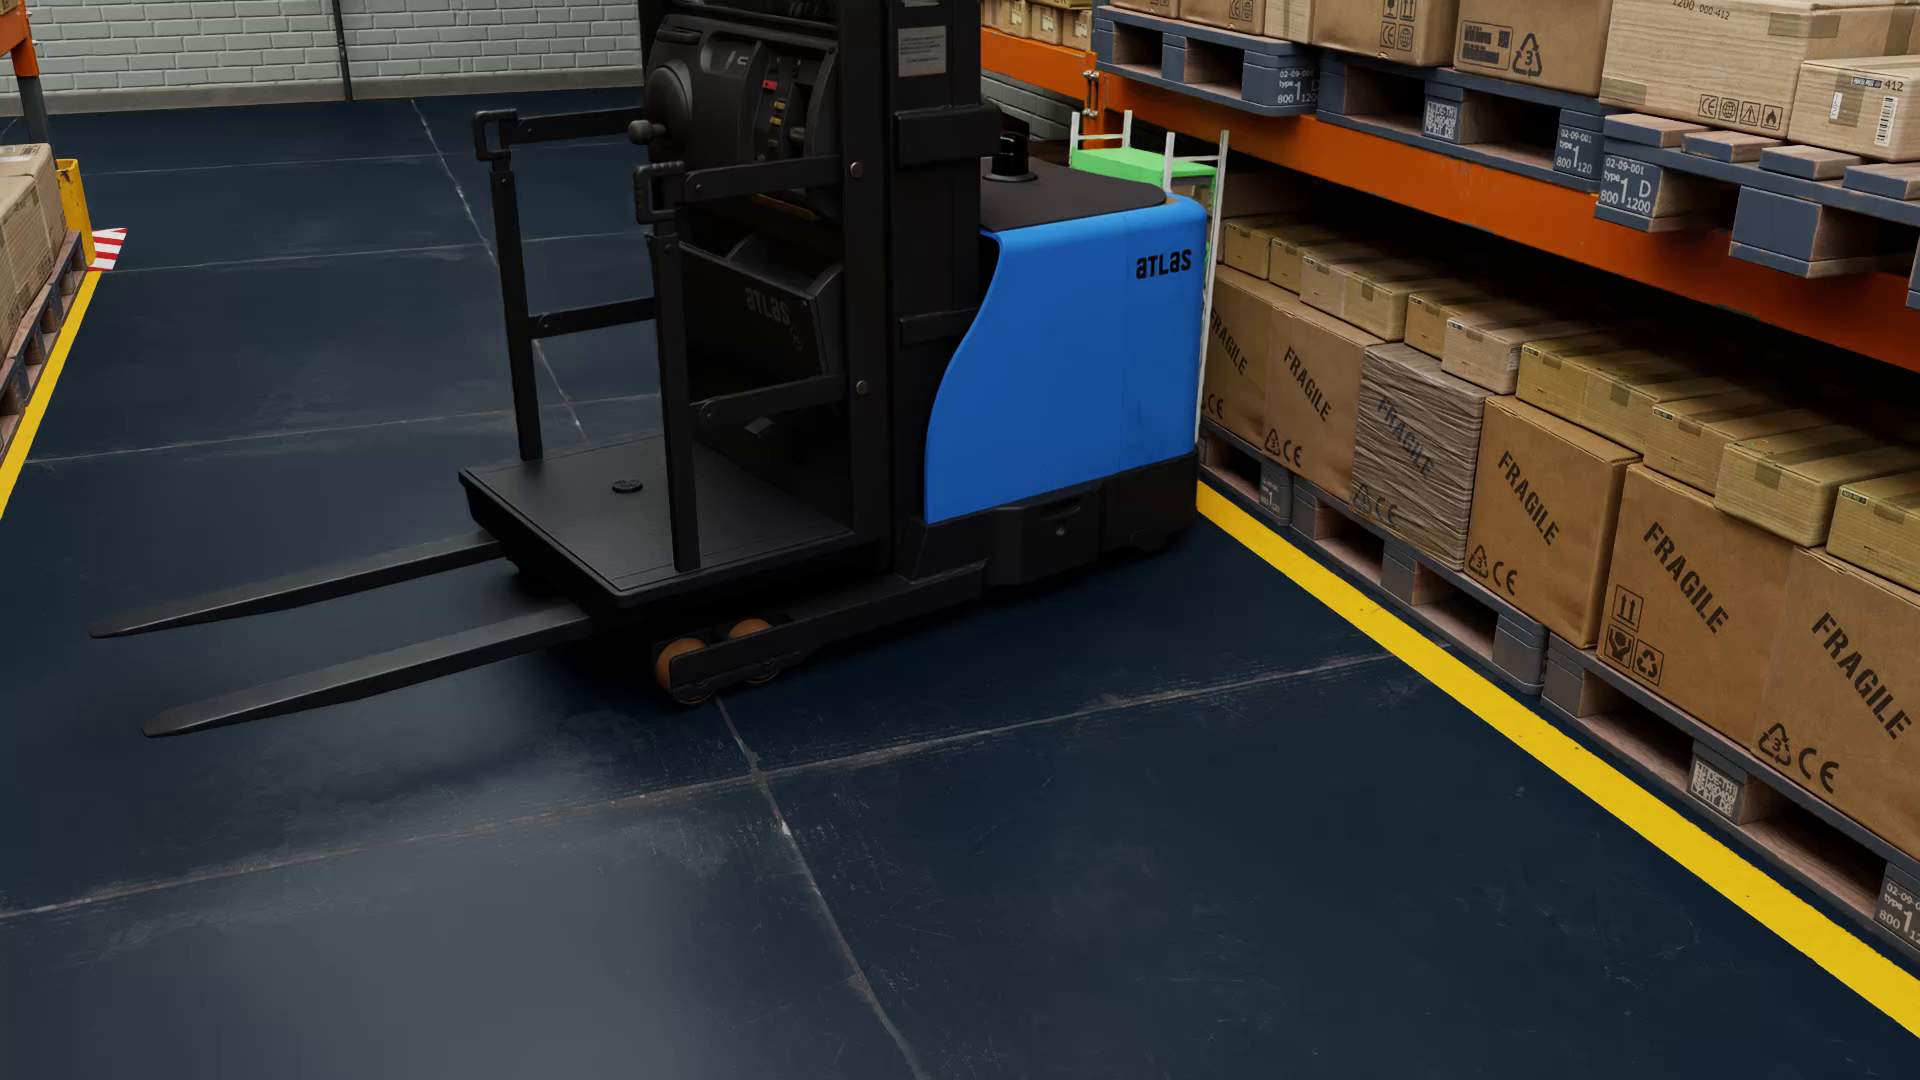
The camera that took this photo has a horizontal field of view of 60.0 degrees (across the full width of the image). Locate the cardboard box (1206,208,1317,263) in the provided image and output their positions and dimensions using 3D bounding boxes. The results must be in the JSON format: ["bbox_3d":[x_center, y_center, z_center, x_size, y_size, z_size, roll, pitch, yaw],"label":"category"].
[{"bbox_3d":[1.013,-1.079,5.791,0.380,0.149,0.250,-9,24,-20],"label":"cardboard box"}]

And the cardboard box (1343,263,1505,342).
[{"bbox_3d":[1.363,-0.703,4.899,0.380,0.149,0.250,-7,24,-17],"label":"cardboard box"}]

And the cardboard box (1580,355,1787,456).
[{"bbox_3d":[1.739,-0.326,4.004,0.380,0.149,0.250,-8,24,-17],"label":"cardboard box"}]

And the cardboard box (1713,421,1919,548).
[{"bbox_3d":[1.841,-0.122,3.521,0.380,0.149,0.250,-10,25,-22],"label":"cardboard box"}]

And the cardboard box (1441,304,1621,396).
[{"bbox_3d":[1.525,-0.513,4.448,0.380,0.149,0.250,-10,25,-22],"label":"cardboard box"}]

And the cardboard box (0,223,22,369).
[{"bbox_3d":[-4.115,-0.894,6.267,0.875,0.438,0.875,-9,25,-21],"label":"cardboard box"}]

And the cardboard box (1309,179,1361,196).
[{"bbox_3d":[1.365,-1.242,6.177,0.380,0.149,0.250,-9,25,-21],"label":"cardboard box"}]

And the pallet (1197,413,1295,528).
[{"bbox_3d":[1.288,-0.420,5.975,1.003,0.211,1.213,-8,24,-19],"label":"pallet"}]

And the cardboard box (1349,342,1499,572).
[{"bbox_3d":[1.472,-0.267,4.699,0.500,0.500,0.500,-9,25,-21],"label":"cardboard box"}]

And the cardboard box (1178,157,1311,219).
[{"bbox_3d":[0.980,-1.218,5.738,0.380,0.149,0.250,-10,25,-22],"label":"cardboard box"}]

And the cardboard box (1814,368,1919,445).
[{"bbox_3d":[2.254,-0.294,3.929,0.380,0.149,0.250,-8,24,-18],"label":"cardboard box"}]

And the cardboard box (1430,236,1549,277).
[{"bbox_3d":[1.719,-0.863,5.278,0.380,0.149,0.250,-8,24,-18],"label":"cardboard box"}]

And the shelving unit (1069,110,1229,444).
[{"bbox_3d":[0.578,-0.785,5.549,0.258,1.200,0.503,-11,25,-31],"label":"shelving unit"}]

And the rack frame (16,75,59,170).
[{"bbox_3d":[-5.090,-2.766,7.952,1.000,3.000,0.127,-8,24,-19],"label":"rack frame"}]

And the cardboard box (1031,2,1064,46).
[{"bbox_3d":[0.504,-2.053,6.581,0.380,0.149,0.250,-8,24,-18],"label":"cardboard box"}]

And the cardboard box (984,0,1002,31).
[{"bbox_3d":[0.322,-2.243,7.032,0.380,0.149,0.250,-8,24,-18],"label":"cardboard box"}]

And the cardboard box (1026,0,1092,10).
[{"bbox_3d":[0.557,-2.215,6.453,0.500,0.250,0.500,-8,24,-18],"label":"cardboard box"}]

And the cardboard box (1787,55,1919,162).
[{"bbox_3d":[1.787,-0.806,3.083,0.380,0.149,0.250,-8,24,-18],"label":"cardboard box"}]

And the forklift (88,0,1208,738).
[{"bbox_3d":[-0.756,-1.163,4.235,3.031,2.935,1.130,-16,27,-33],"label":"forklift"}]

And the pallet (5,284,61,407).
[{"bbox_3d":[-4.307,-0.759,6.779,1.003,0.211,1.213,-8,24,-19],"label":"pallet"}]

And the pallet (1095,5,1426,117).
[{"bbox_3d":[1.145,-1.602,5.435,1.003,0.211,1.213,-8,24,-19],"label":"pallet"}]

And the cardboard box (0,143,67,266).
[{"bbox_3d":[-4.763,-1.553,7.831,0.875,0.438,0.875,-9,25,-21],"label":"cardboard box"}]

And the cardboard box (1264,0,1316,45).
[{"bbox_3d":[1.097,-1.570,4.744,0.396,0.266,0.258,-7,24,-16],"label":"cardboard box"}]

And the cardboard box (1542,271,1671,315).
[{"bbox_3d":[1.923,-0.681,4.847,0.380,0.149,0.250,-9,25,-21],"label":"cardboard box"}]

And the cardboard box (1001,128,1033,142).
[{"bbox_3d":[0.038,-1.734,8.179,0.500,0.500,0.500,-8,24,-18],"label":"cardboard box"}]

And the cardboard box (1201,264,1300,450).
[{"bbox_3d":[1.123,-0.638,5.580,0.500,0.500,0.500,-9,24,-20],"label":"cardboard box"}]

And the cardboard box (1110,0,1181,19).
[{"bbox_3d":[0.927,-2.029,5.532,0.700,0.500,0.500,-8,24,-18],"label":"cardboard box"}]

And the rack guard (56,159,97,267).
[{"bbox_3d":[-5.099,-1.623,8.458,1.175,0.500,0.348,-8,24,-19],"label":"rack guard"}]

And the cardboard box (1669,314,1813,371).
[{"bbox_3d":[2.107,-0.494,4.403,0.380,0.149,0.250,-9,24,-20],"label":"cardboard box"}]

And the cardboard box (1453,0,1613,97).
[{"bbox_3d":[1.629,-1.351,3.919,0.797,0.503,0.637,-9,24,-20],"label":"cardboard box"}]

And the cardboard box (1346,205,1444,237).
[{"bbox_3d":[1.557,-1.060,5.745,0.380,0.149,0.250,-8,24,-18],"label":"cardboard box"}]

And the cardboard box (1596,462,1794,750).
[{"bbox_3d":[1.861,0.109,3.807,0.500,0.500,0.500,-9,24,-20],"label":"cardboard box"}]

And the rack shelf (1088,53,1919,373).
[{"bbox_3d":[1.672,-0.937,4.538,1.077,0.370,4.000,-8,24,-19],"label":"rack shelf"}]

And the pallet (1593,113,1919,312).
[{"bbox_3d":[2.073,-0.690,3.273,1.213,0.211,1.003,-8,24,-19],"label":"pallet"}]

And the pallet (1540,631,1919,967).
[{"bbox_3d":[2.150,0.466,3.872,1.003,0.211,1.213,-8,24,-19],"label":"pallet"}]

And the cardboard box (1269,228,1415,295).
[{"bbox_3d":[1.224,-0.890,5.341,0.380,0.149,0.250,-9,24,-20],"label":"cardboard box"}]

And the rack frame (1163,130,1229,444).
[{"bbox_3d":[0.711,-0.705,5.360,0.240,1.200,0.015,-11,25,-31],"label":"rack frame"}]
